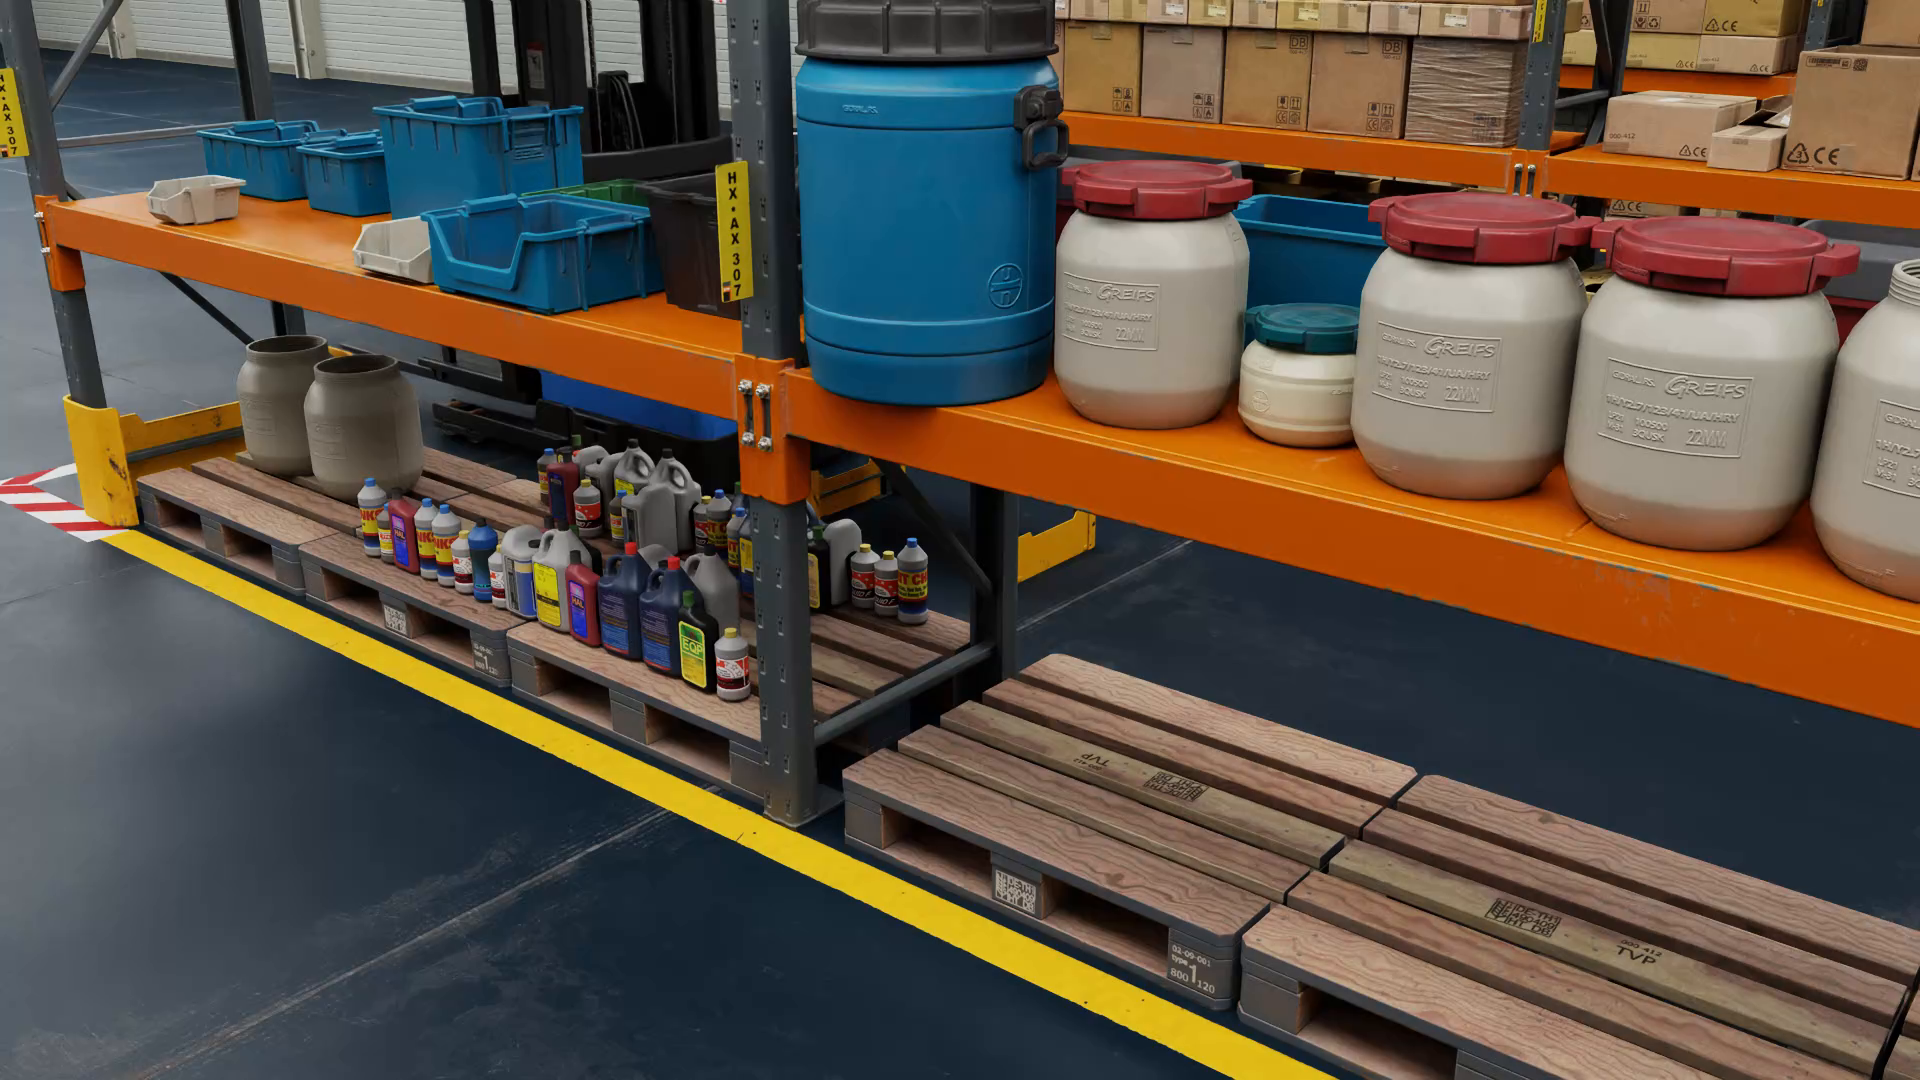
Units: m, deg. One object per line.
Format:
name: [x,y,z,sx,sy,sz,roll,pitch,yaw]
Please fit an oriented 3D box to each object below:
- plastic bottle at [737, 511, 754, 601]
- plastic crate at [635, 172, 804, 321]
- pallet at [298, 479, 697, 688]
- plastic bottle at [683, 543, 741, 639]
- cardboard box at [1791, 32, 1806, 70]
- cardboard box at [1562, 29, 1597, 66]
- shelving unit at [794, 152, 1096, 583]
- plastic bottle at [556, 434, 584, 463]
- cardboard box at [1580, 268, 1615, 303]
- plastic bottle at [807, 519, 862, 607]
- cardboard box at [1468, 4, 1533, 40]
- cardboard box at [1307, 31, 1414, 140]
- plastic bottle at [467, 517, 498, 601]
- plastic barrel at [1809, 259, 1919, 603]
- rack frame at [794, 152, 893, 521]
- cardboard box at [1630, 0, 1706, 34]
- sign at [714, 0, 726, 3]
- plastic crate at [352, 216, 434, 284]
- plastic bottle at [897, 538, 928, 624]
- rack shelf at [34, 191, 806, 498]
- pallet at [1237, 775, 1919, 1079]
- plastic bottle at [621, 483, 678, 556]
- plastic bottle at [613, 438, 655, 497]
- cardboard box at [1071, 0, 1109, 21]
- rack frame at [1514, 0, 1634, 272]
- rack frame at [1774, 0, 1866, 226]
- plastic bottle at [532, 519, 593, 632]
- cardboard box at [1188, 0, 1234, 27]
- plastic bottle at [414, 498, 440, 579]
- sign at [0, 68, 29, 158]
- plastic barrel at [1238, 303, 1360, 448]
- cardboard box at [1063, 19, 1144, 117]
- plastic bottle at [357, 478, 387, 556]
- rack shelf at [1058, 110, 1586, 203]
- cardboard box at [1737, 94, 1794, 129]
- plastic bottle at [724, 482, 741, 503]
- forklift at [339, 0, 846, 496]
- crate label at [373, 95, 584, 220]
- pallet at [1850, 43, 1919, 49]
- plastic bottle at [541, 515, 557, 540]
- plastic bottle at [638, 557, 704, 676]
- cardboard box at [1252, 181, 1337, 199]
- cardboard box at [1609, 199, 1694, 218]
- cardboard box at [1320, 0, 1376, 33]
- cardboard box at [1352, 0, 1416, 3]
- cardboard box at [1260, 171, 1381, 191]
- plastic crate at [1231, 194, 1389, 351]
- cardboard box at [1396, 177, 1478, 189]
plastic bottle: [-0.636,0.025,5.481,0.185,0.351,0.144,16,26,36]
plastic crate: [-0.507,-0.877,4.831,0.504,0.338,0.767,16,26,36]
pallet: [-1.626,0.117,6.059,1.213,0.211,1.003,16,26,36]
plastic bottle: [-0.772,0.175,5.084,0.185,0.351,0.144,16,26,36]
cardboard box: [5.853,-3.565,12.056,0.500,0.250,0.500,16,26,37]
cardboard box: [4.743,-3.646,12.270,0.500,0.250,0.500,16,26,36]
shelving unit: [-0.059,-0.719,6.449,1.083,1.500,0.587,16,26,36]
plastic bottle: [-1.479,-0.271,6.361,0.133,0.283,0.061,17,26,38]
cardboard box: [3.115,-1.120,7.893,0.500,0.311,0.500,16,26,36]
plastic bottle: [-0.420,0.059,5.499,0.135,0.276,0.152,17,27,38]
cardboard box: [2.607,-2.460,7.880,0.250,0.149,0.380,16,26,36]
cardboard box: [2.192,-2.368,8.554,0.500,0.500,0.700,16,26,36]
plastic bottle: [-1.574,0.058,5.508,0.097,0.271,0.097,0,21,0]
plastic barrel: [1.658,-0.180,2.735,0.421,0.512,0.421,0,21,0]
rack frame: [-0.460,-0.834,6.755,0.032,1.500,0.500,16,26,36]
cardboard box: [5.130,-3.883,11.837,0.500,0.500,0.500,16,26,36]
sign: [-2.830,-6.504,19.614,0.234,0.329,0.001,16,26,36]
plastic crate: [-1.600,-0.924,5.241,0.437,0.136,0.530,16,26,36]
plastic bottle: [-0.152,0.125,5.328,0.097,0.271,0.097,0,21,0]
rack shelf: [-1.732,-0.864,5.728,4.000,0.370,1.077,16,26,36]
pallet: [1.400,0.987,3.752,1.213,0.211,1.003,16,26,36]
plastic bottle: [-1.095,-0.070,5.840,0.135,0.276,0.152,16,26,36]
plastic bottle: [-1.165,-0.193,6.059,0.185,0.351,0.144,17,27,38]
cardboard box: [0.822,-2.974,9.243,0.250,0.149,0.380,15,25,35]
rack frame: [2.953,-2.108,8.006,0.127,3.000,1.000,16,26,36]
rack frame: [6.082,-3.463,11.599,0.127,3.000,1.000,16,26,36]
plastic bottle: [-1.262,0.099,5.284,0.185,0.351,0.144,16,26,36]
cardboard box: [1.416,-2.802,8.787,0.250,0.149,0.380,17,27,38]
plastic bottle: [-1.808,-0.010,5.687,0.097,0.271,0.097,0,21,0]
sign: [-3.632,-1.627,6.339,0.005,0.325,0.100,16,26,36]
plastic barrel: [0.746,-0.353,3.548,0.301,0.262,0.301,0,21,0]
cardboard box: [0.998,-2.711,9.465,0.500,0.500,0.700,16,26,37]
plastic bottle: [-2.074,-0.086,5.890,0.097,0.271,0.097,0,21,0]
rack shelf: [1.403,-2.217,9.316,4.000,0.370,1.077,16,26,36]
cardboard box: [3.750,-1.899,7.643,0.258,0.266,0.396,15,26,35]
plastic bottle: [-0.793,-0.073,5.837,0.133,0.283,0.061,18,27,39]
forklift: [-1.900,-1.955,7.699,3.031,2.935,1.130,16,26,36]
crate label: [-1.684,-1.327,5.885,0.616,0.435,0.502,16,26,36]
pallet: [6.582,-3.163,11.076,1.213,0.211,1.003,16,26,36]
plastic bottle: [-1.319,0.064,5.473,0.133,0.283,0.061,16,26,36]
plastic bottle: [-0.863,0.214,4.980,0.185,0.351,0.144,15,25,35]
cardboard box: [1.685,-1.637,8.998,0.500,0.500,0.500,16,26,36]
cardboard box: [5.253,-2.720,12.548,0.500,0.500,0.500,14,25,32]
cardboard box: [2.008,-2.632,8.335,0.250,0.149,0.380,16,26,36]
cardboard box: [2.213,-2.971,8.316,0.500,0.500,0.700,16,26,36]
cardboard box: [2.017,-1.781,9.378,0.500,0.500,0.500,16,26,36]
plastic crate: [0.869,-0.586,3.994,0.575,0.384,0.392,16,26,36]
cardboard box: [3.904,-2.997,13.551,0.500,0.311,0.500,19,28,41]
